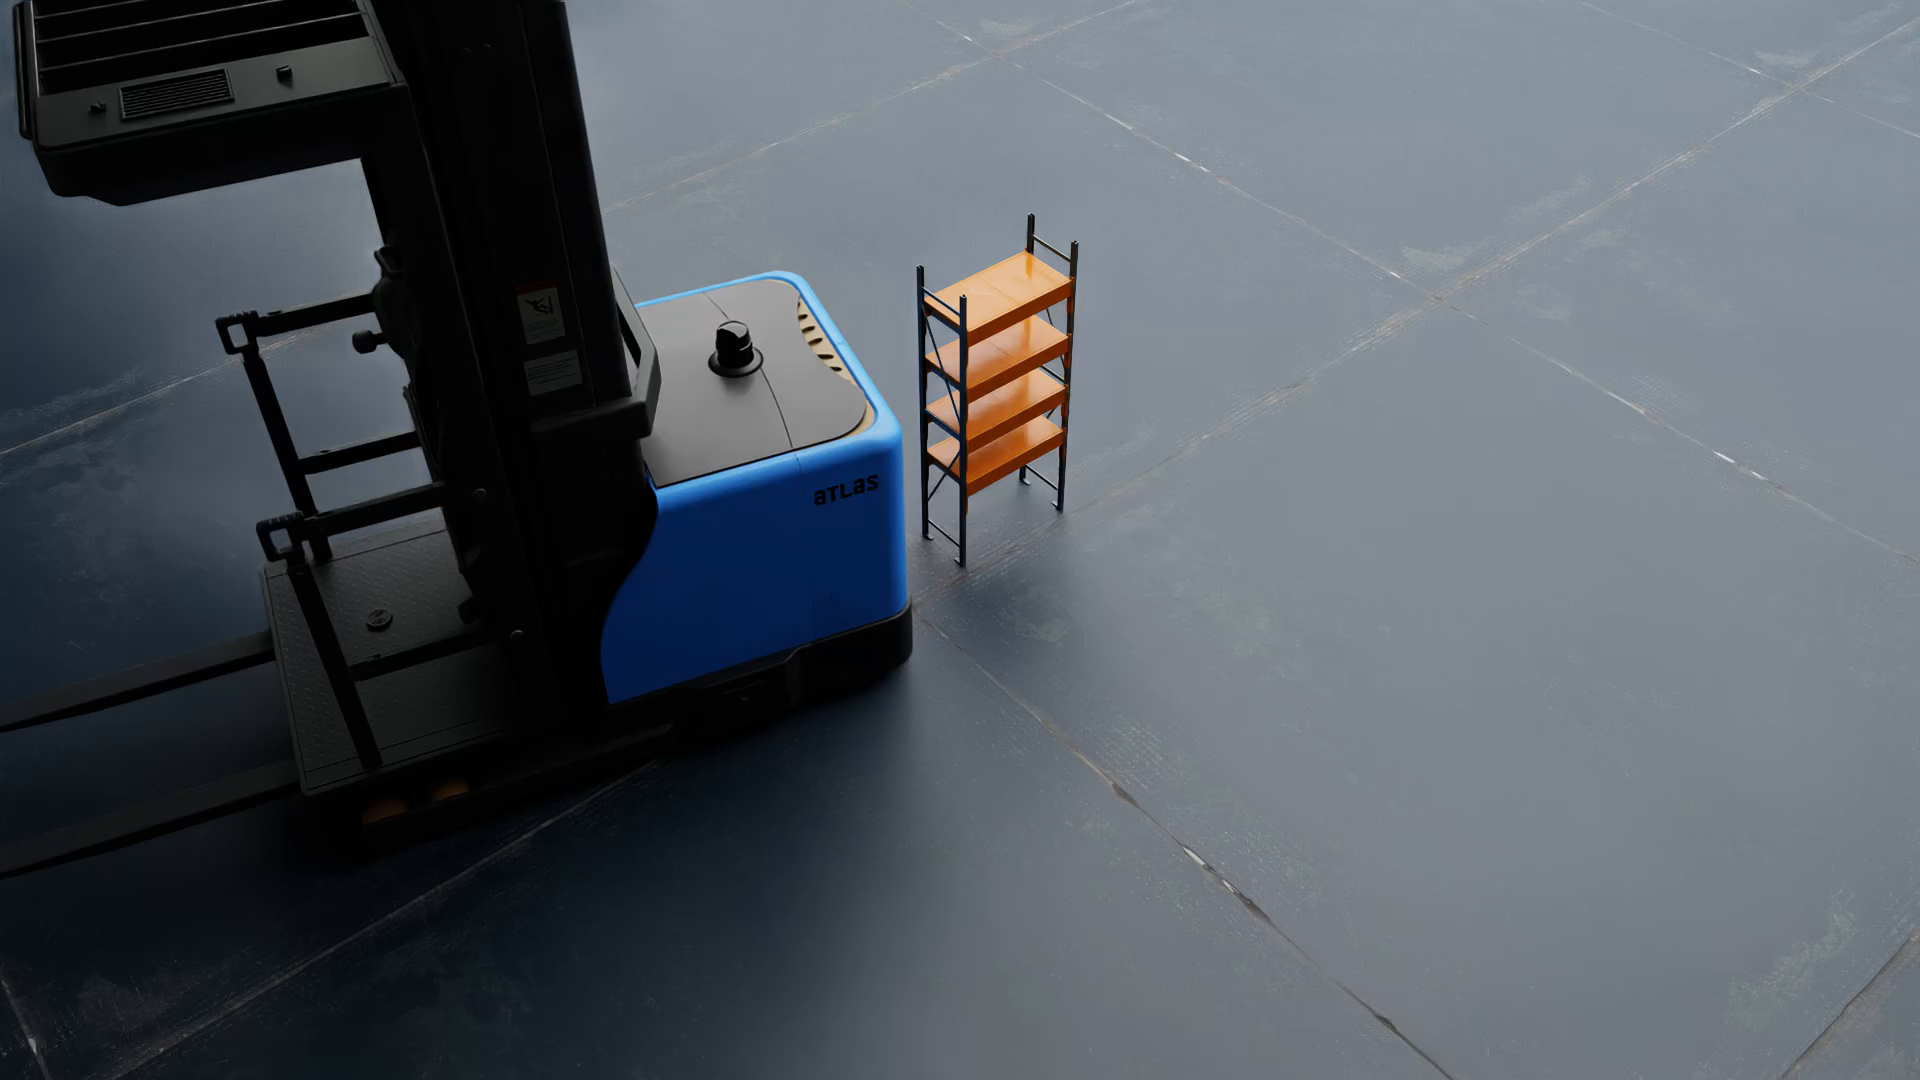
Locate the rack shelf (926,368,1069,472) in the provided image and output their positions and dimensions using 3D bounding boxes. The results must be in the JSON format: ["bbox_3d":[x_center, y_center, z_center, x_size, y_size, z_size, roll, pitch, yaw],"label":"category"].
[{"bbox_3d":[0.127,-0.461,5.963,0.480,0.148,0.258,-30,51,-28],"label":"rack shelf"}]

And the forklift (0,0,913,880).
[{"bbox_3d":[-1.726,-0.516,4.658,3.031,2.935,1.130,-17,46,-17],"label":"forklift"}]

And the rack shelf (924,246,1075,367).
[{"bbox_3d":[0.127,-0.796,5.648,0.480,0.148,0.258,-30,51,-28],"label":"rack shelf"}]

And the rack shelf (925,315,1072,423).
[{"bbox_3d":[0.127,-0.624,5.810,0.480,0.148,0.258,-30,51,-28],"label":"rack shelf"}]

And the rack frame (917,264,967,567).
[{"bbox_3d":[-0.060,-0.403,5.803,0.015,1.200,0.240,-30,51,-28],"label":"rack frame"}]

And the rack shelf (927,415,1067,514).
[{"bbox_3d":[0.127,-0.316,6.099,0.480,0.148,0.258,-30,51,-28],"label":"rack shelf"}]

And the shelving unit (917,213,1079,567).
[{"bbox_3d":[0.127,-0.510,5.917,0.503,1.200,0.258,-30,51,-28],"label":"shelving unit"}]

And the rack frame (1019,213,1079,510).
[{"bbox_3d":[0.314,-0.617,6.031,0.015,1.200,0.240,-30,51,-28],"label":"rack frame"}]
